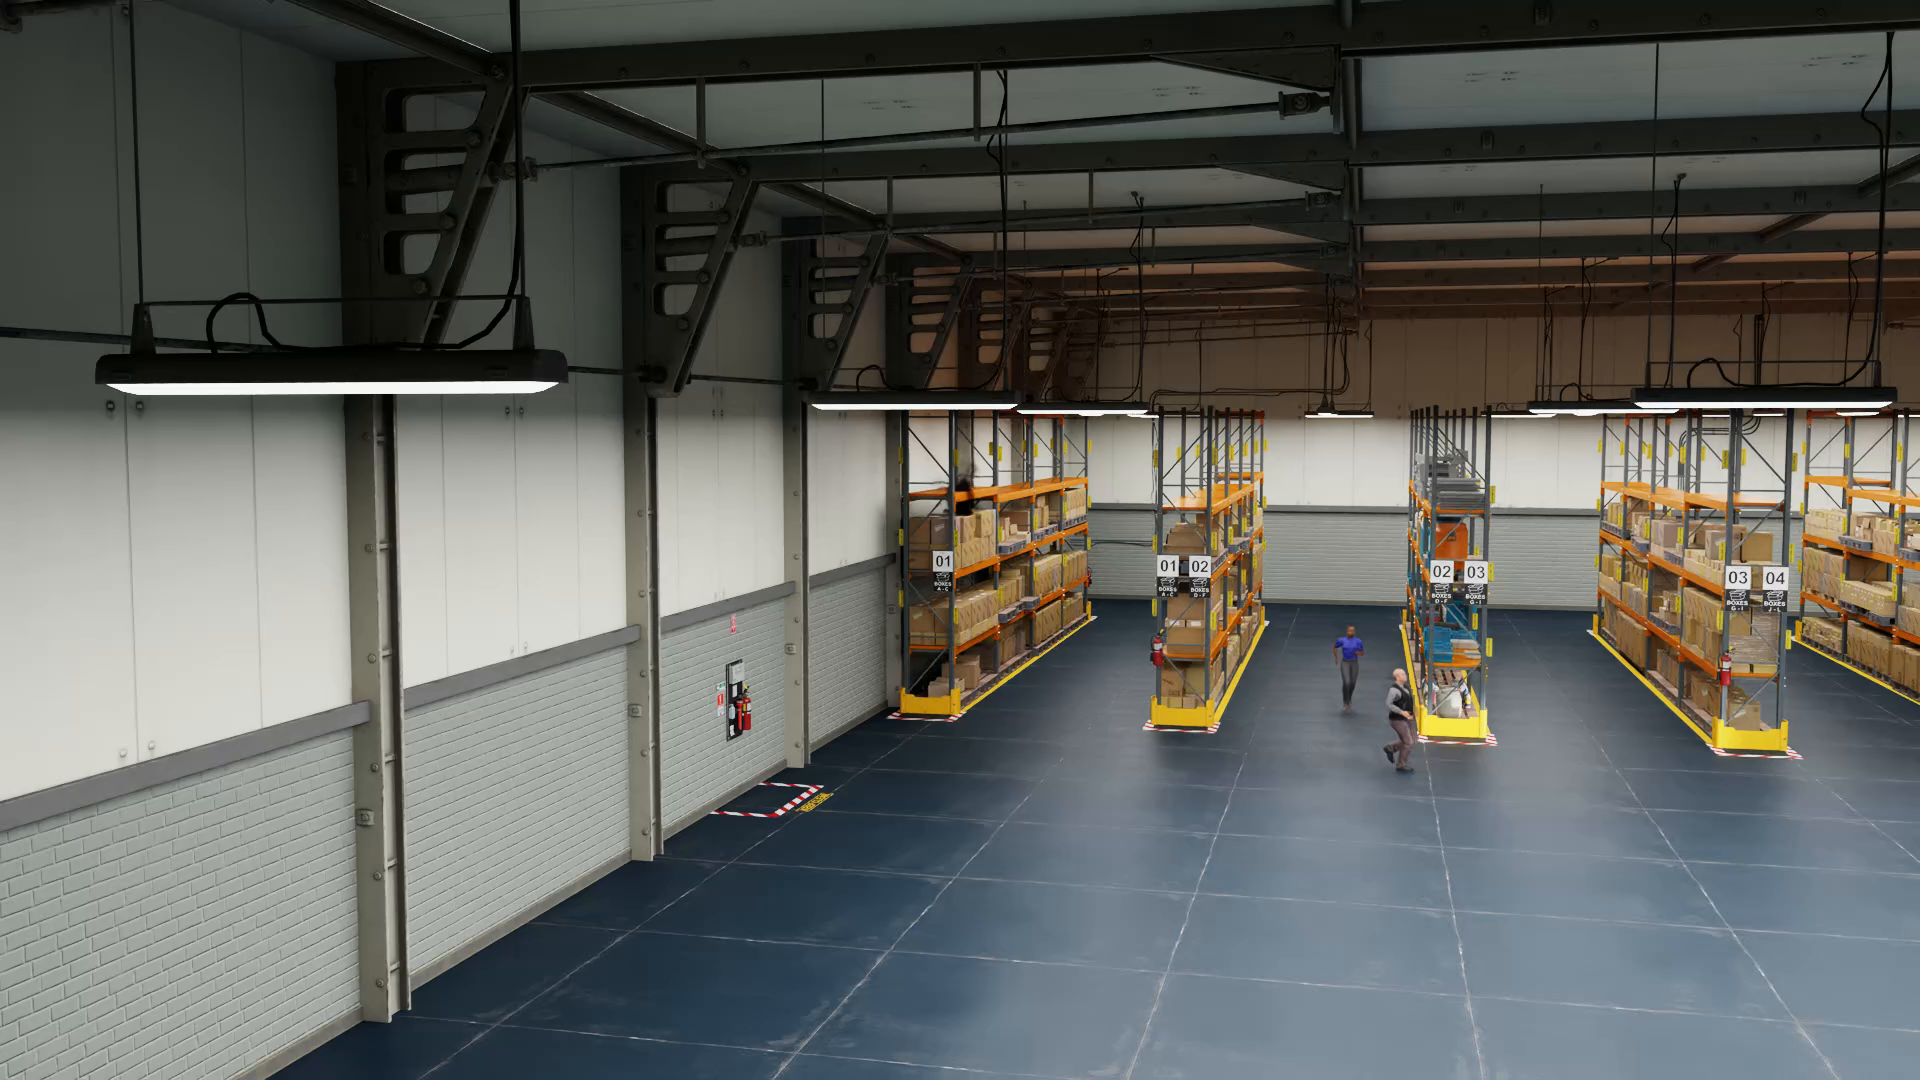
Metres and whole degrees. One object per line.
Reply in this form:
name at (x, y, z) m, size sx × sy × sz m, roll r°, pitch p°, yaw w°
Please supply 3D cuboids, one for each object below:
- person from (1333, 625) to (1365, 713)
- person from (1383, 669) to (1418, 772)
person at (7.709, 2.534, 32.936) m, size 0.547 × 1.718 × 0.777 m, roll 0°, pitch 4°, yaw -2°
person at (7.177, 2.938, 27.164) m, size 0.612 × 1.669 × 0.657 m, roll 3°, pitch 5°, yaw 38°
